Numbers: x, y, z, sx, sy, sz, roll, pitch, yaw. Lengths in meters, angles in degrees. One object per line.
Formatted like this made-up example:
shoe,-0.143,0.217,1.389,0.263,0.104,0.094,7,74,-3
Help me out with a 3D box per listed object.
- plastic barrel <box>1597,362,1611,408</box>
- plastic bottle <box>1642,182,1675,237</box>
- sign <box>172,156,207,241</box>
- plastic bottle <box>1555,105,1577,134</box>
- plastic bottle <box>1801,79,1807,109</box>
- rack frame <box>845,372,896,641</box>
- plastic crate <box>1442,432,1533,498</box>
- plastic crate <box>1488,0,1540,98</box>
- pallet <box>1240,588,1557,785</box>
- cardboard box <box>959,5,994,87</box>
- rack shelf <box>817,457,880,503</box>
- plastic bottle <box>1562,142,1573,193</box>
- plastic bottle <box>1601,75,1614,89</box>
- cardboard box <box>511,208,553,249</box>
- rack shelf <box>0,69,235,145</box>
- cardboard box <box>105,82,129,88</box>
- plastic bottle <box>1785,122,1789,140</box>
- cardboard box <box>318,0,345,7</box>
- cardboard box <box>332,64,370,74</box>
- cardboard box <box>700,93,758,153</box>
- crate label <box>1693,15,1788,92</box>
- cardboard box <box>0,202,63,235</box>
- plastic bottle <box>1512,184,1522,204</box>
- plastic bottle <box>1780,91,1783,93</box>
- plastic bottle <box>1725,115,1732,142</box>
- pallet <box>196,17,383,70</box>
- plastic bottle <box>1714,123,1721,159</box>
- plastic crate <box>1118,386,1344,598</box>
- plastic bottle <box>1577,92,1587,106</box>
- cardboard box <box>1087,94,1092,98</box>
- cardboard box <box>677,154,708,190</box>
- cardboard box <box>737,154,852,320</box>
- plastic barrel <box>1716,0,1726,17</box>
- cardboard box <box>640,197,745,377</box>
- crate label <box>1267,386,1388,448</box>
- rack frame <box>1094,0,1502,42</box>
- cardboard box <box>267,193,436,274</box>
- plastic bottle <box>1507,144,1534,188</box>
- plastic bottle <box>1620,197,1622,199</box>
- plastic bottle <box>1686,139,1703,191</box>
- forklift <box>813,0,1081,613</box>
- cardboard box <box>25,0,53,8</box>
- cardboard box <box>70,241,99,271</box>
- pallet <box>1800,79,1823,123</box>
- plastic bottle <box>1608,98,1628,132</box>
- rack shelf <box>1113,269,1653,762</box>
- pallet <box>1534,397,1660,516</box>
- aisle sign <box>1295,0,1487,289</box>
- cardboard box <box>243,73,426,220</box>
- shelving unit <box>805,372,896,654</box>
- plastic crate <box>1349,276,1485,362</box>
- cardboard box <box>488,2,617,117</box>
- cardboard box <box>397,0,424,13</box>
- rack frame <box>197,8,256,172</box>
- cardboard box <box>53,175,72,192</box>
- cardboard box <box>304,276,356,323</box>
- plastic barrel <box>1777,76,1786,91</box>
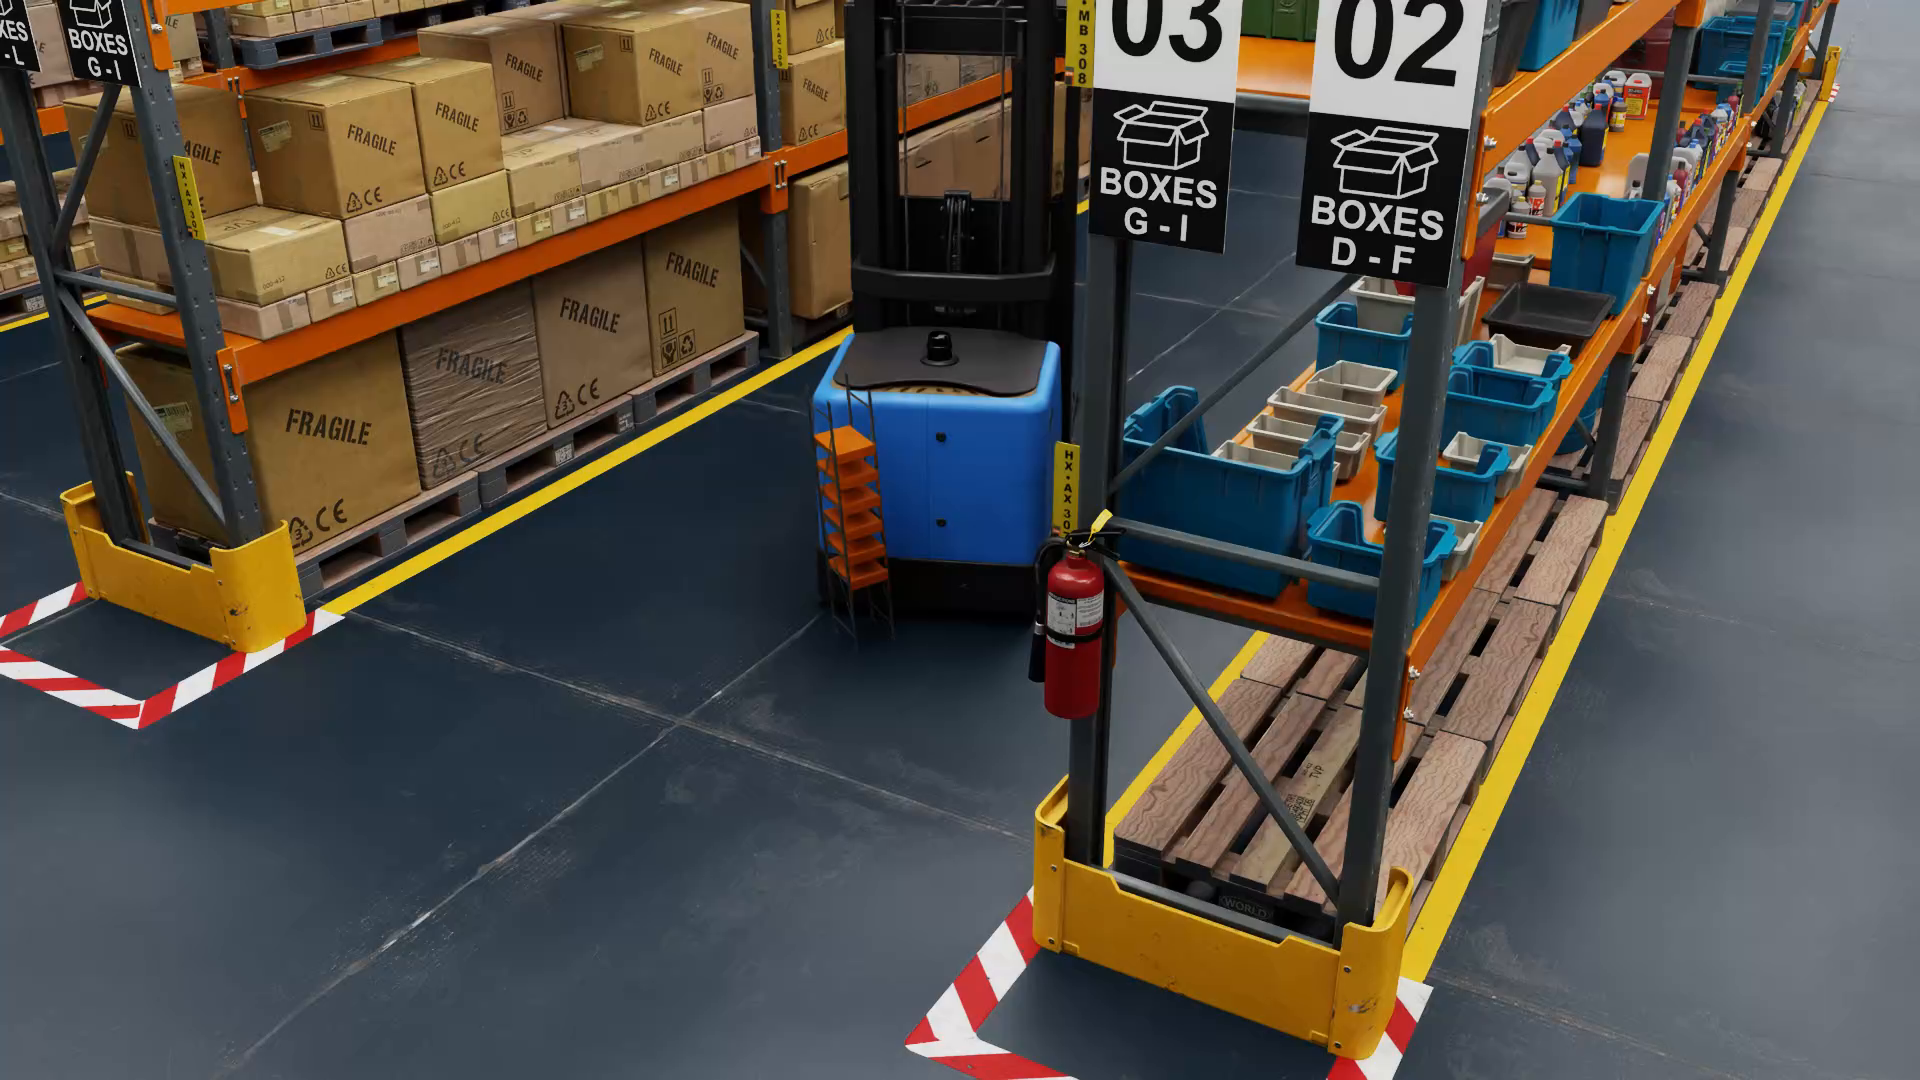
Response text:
plastic barrel,3.412,-1.242,9.255,0.600,0.901,0.708,14,30,26
plastic bottle,3.521,-1.692,8.418,0.152,0.276,0.135,14,30,26
sign,-3.019,-1.338,6.517,0.100,0.325,0.005,14,30,26
plastic bottle,3.490,-2.346,9.640,0.144,0.351,0.185,14,30,26
plastic bottle,8.121,-4.305,16.043,0.061,0.283,0.133,15,30,27
rack frame,-0.383,-0.128,7.136,0.006,1.200,0.240,-18,31,-23
plastic crate,1.785,-0.253,5.632,0.250,0.136,0.298,14,30,26
plastic crate,1.246,-1.321,4.333,0.497,0.269,0.590,14,30,26
pallet,1.854,0.511,6.993,1.003,0.211,1.213,14,30,26
cardboard box,-0.093,-3.560,11.898,0.500,0.500,0.500,13,29,24
rack shelf,-0.476,-0.273,7.007,0.180,0.103,0.258,-18,31,-23
plastic bottle,3.305,-2.047,9.131,0.097,0.271,0.097,0,27,0
plastic bottle,4.174,-2.873,10.782,0.097,0.271,0.097,0,27,0
cardboard box,-2.281,-1.593,8.362,0.380,0.149,0.250,13,30,25
rack shelf,-6.783,-2.630,10.956,1.077,0.370,4.000,14,30,26
cardboard box,-5.952,-3.240,11.652,0.380,0.149,0.250,15,30,28
plastic bottle,7.355,-3.678,14.882,0.097,0.201,0.097,0,27,0
cardboard box,-4.953,-4.193,12.755,0.380,0.149,0.250,15,30,27
cardboard box,-5.141,-3.888,14.152,0.500,0.250,0.500,13,29,24
cardboard box,-1.520,-2.435,9.599,0.500,0.250,0.500,14,30,25
crate label,5.473,-3.411,11.673,0.502,0.435,0.616,14,30,26
cardboard box,-6.326,-2.189,11.323,0.380,0.149,0.250,13,29,24
plastic bottle,2.845,-1.734,8.585,0.097,0.201,0.097,0,27,0
plastic bottle,7.829,-4.192,15.908,0.097,0.201,0.097,0,27,0
plastic bottle,4.687,-2.558,10.231,0.097,0.201,0.097,0,27,0
pallet,-5.297,-3.911,12.926,1.003,0.211,1.213,14,30,26
plastic bottle,4.448,-2.368,9.852,0.097,0.201,0.097,0,27,0
plastic crate,0.816,-0.164,5.120,0.616,0.435,0.499,14,30,26
plastic bottle,3.808,-2.605,10.234,0.061,0.283,0.133,14,30,26
cardboard box,1.011,-3.721,14.634,0.700,0.500,0.500,12,29,22
cardboard box,-1.649,-2.095,9.365,0.380,0.149,0.250,14,30,25
cardboard box,-1.234,-2.091,10.980,1.225,0.875,0.875,14,30,26
plastic barrel,5.694,-4.076,12.891,0.433,0.535,0.433,0,27,0
cardboard box,-1.925,-1.597,9.994,0.875,0.875,0.875,14,30,26
crate label,1.328,-0.440,6.005,0.396,0.136,0.243,14,30,26
rack frame,0.813,-2.632,3.455,1.000,3.000,0.127,14,30,26
cardboard box,-2.778,-1.438,7.606,0.500,0.250,0.500,14,30,25
plastic bottle,2.949,-1.917,8.783,0.144,0.351,0.185,14,30,26
plastic bottle,3.403,-1.679,8.475,0.097,0.201,0.097,0,27,0
plastic bottle,4.039,-2.076,9.189,0.097,0.271,0.097,0,27,0
forklift,0.046,-1.614,8.199,1.130,2.935,3.031,3,27,6
cardboard box,-6.309,-3.714,10.757,0.500,0.500,0.500,15,30,27
cardboard box,-6.205,-2.012,11.635,0.380,0.149,0.250,14,30,26
pallet,8.284,-4.583,17.169,1.003,0.211,1.213,14,30,26
plastic bottle,4.145,-2.680,10.476,0.097,0.201,0.097,0,27,0
rack shelf,1.797,-0.407,6.516,1.077,0.370,4.000,14,30,26
pallet,3.197,-0.553,9.119,1.003,0.211,1.213,14,30,26
aisle sign,1.037,-1.018,4.029,0.394,0.787,0.004,14,30,26
cardboard box,-2.782,-1.764,7.420,0.500,0.500,0.500,13,30,25
shelving unit,-0.463,-0.102,7.100,0.189,1.200,0.258,-18,31,-23
plastic crate,1.870,-0.928,6.818,0.437,0.282,0.530,14,30,26
cardboard box,-2.238,-2.680,9.250,0.500,0.500,0.500,14,30,26
cardboard box,-4.568,-4.368,13.437,0.380,0.149,0.250,14,30,25
rack frame,-5.800,-3.731,12.352,1.000,3.000,0.127,14,30,26
cardboard box,-6.526,-2.511,11.966,0.380,0.149,0.250,13,30,25
cardboard box,-2.912,-1.094,7.365,0.380,0.149,0.250,14,30,25
plastic barrel,8.181,-4.792,16.781,0.421,0.512,0.421,0,27,0
